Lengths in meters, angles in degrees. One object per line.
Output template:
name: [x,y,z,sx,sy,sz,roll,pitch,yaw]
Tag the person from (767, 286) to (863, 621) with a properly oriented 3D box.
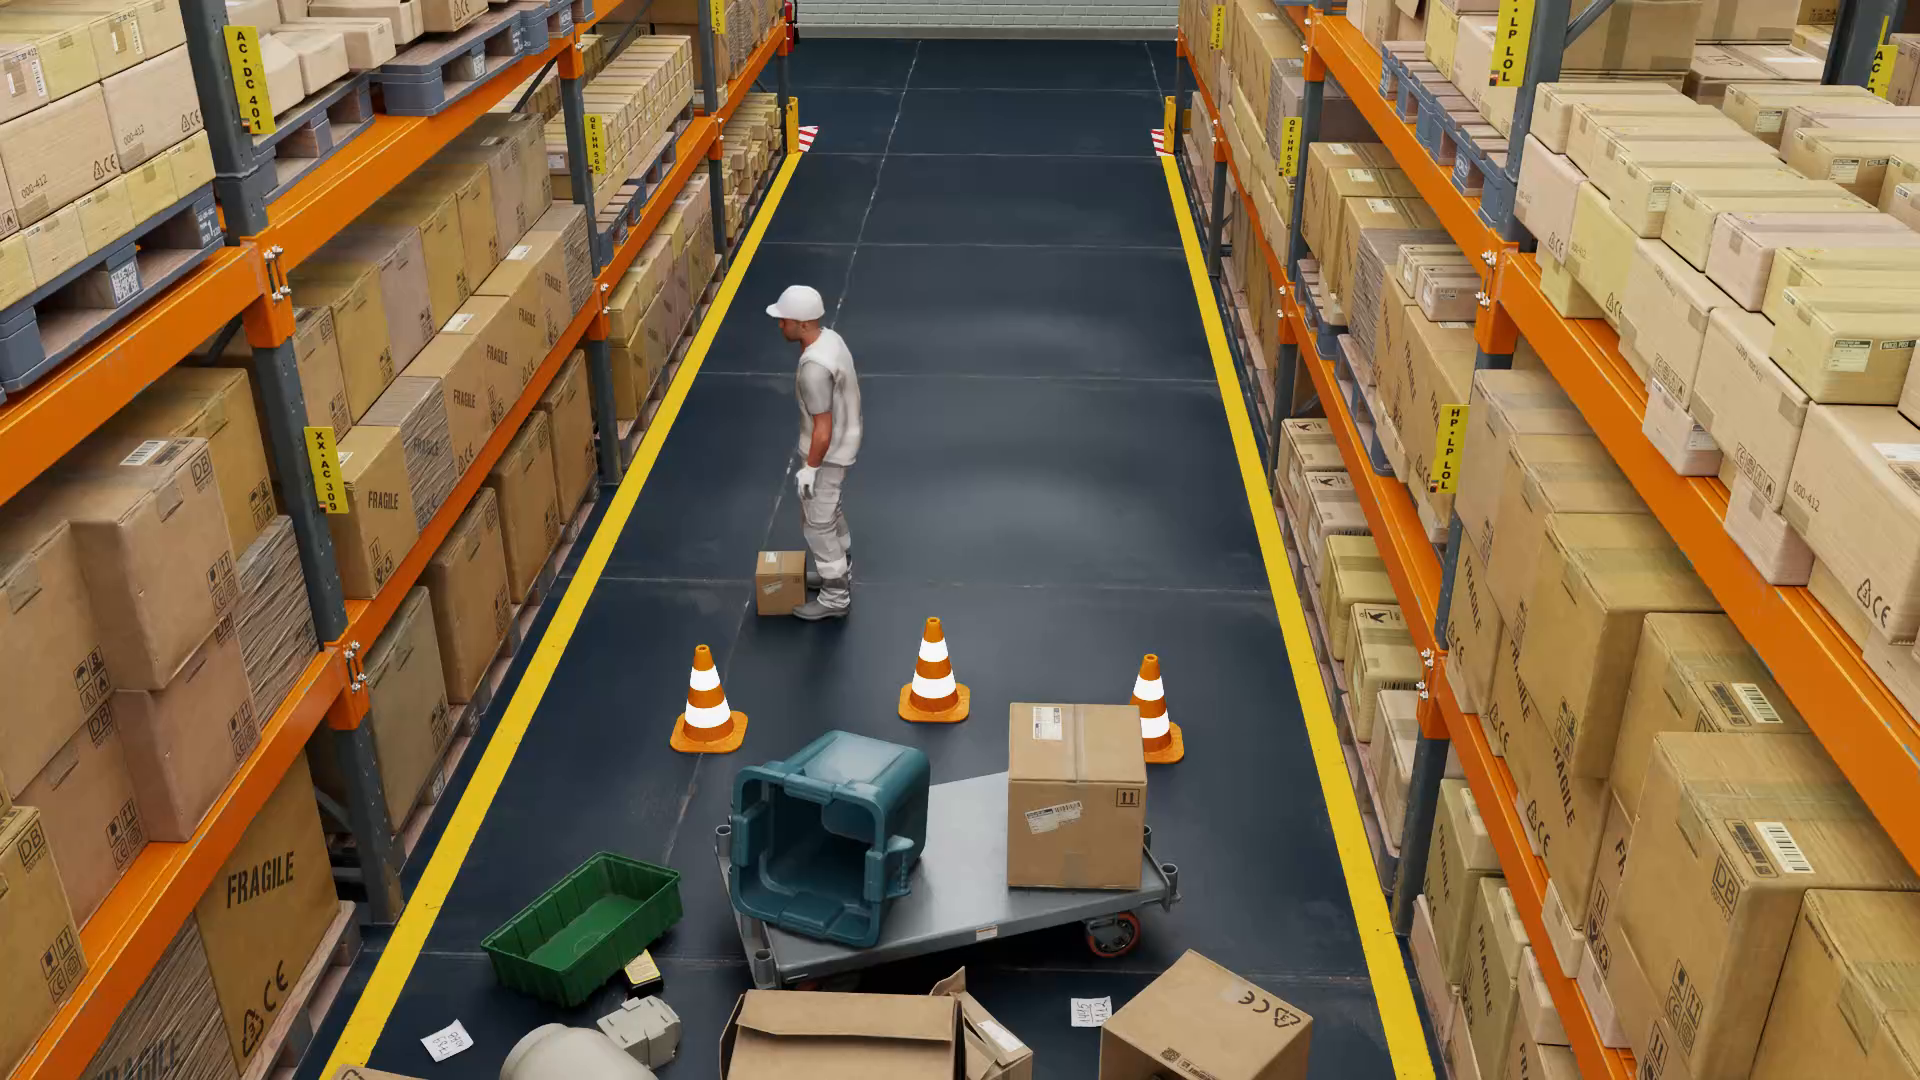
person: [-0.716,-0.448,8.456,0.448,1.780,0.598,1,28,2]
